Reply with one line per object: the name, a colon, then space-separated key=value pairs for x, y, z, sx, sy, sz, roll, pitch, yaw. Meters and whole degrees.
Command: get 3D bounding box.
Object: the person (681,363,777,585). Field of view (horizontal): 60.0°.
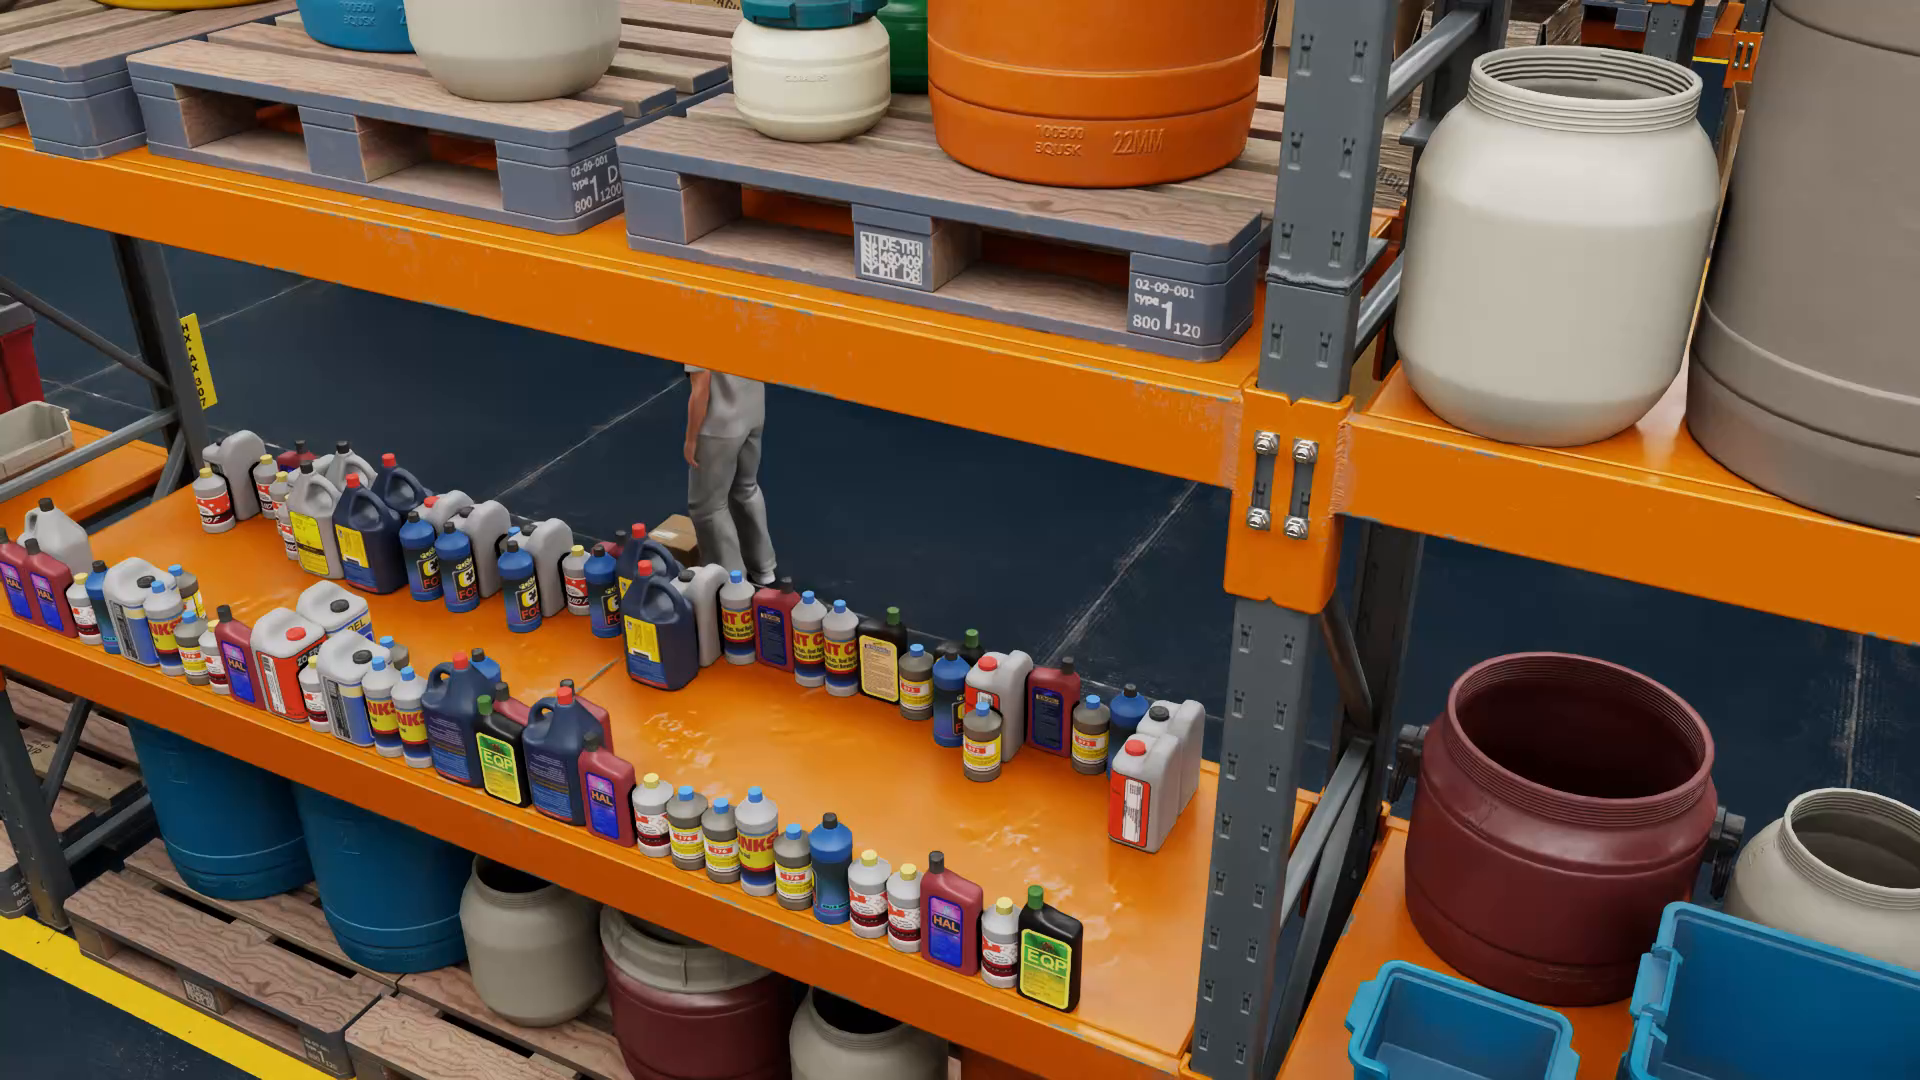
person: x=-1.004 y=-0.491 z=6.978 sx=0.361 sy=1.672 sz=0.494 roll=13 pitch=33 yaw=21
